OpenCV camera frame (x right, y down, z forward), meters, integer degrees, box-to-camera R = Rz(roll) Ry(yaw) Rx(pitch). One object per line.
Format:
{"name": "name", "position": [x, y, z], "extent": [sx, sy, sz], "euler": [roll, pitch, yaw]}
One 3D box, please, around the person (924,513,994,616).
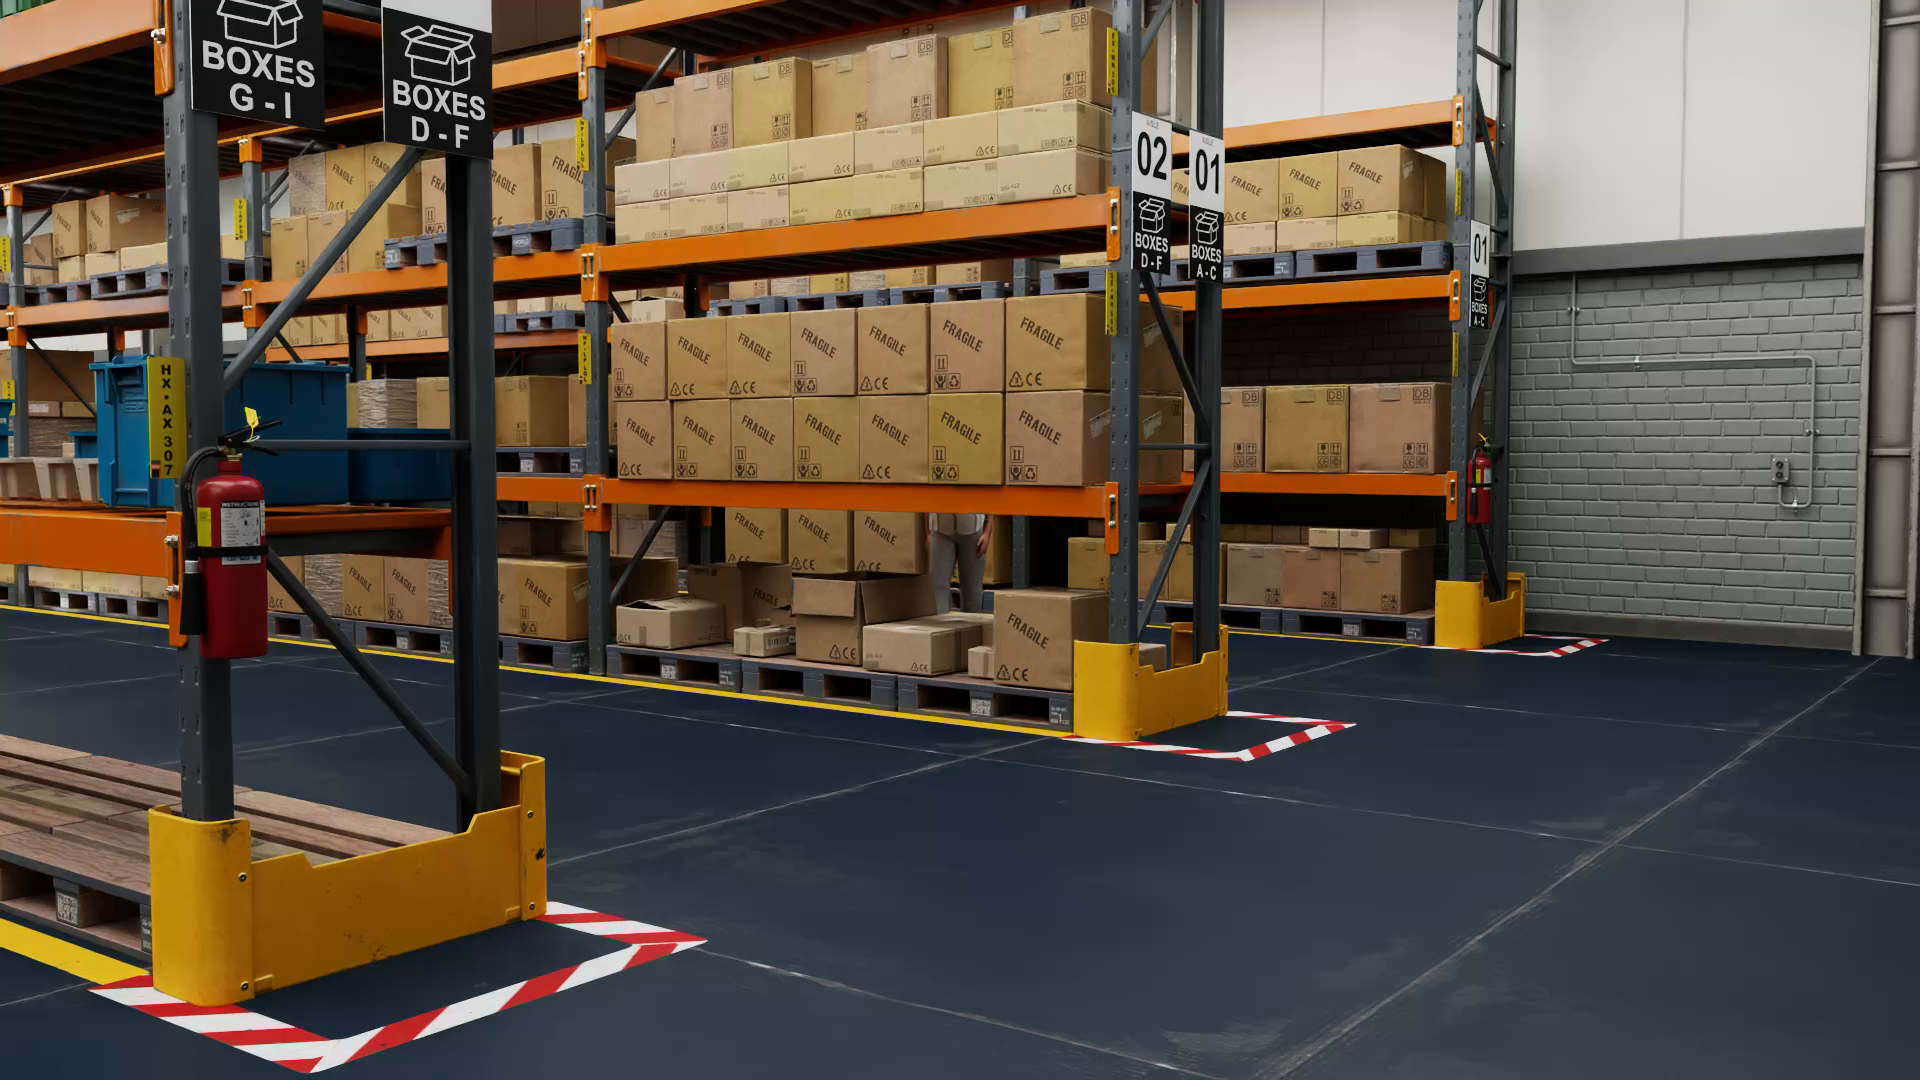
{"name": "person", "position": [-0.026, -0.036, 11.873], "extent": [0.523, 1.740, 0.682], "euler": [0, 3, 7]}
